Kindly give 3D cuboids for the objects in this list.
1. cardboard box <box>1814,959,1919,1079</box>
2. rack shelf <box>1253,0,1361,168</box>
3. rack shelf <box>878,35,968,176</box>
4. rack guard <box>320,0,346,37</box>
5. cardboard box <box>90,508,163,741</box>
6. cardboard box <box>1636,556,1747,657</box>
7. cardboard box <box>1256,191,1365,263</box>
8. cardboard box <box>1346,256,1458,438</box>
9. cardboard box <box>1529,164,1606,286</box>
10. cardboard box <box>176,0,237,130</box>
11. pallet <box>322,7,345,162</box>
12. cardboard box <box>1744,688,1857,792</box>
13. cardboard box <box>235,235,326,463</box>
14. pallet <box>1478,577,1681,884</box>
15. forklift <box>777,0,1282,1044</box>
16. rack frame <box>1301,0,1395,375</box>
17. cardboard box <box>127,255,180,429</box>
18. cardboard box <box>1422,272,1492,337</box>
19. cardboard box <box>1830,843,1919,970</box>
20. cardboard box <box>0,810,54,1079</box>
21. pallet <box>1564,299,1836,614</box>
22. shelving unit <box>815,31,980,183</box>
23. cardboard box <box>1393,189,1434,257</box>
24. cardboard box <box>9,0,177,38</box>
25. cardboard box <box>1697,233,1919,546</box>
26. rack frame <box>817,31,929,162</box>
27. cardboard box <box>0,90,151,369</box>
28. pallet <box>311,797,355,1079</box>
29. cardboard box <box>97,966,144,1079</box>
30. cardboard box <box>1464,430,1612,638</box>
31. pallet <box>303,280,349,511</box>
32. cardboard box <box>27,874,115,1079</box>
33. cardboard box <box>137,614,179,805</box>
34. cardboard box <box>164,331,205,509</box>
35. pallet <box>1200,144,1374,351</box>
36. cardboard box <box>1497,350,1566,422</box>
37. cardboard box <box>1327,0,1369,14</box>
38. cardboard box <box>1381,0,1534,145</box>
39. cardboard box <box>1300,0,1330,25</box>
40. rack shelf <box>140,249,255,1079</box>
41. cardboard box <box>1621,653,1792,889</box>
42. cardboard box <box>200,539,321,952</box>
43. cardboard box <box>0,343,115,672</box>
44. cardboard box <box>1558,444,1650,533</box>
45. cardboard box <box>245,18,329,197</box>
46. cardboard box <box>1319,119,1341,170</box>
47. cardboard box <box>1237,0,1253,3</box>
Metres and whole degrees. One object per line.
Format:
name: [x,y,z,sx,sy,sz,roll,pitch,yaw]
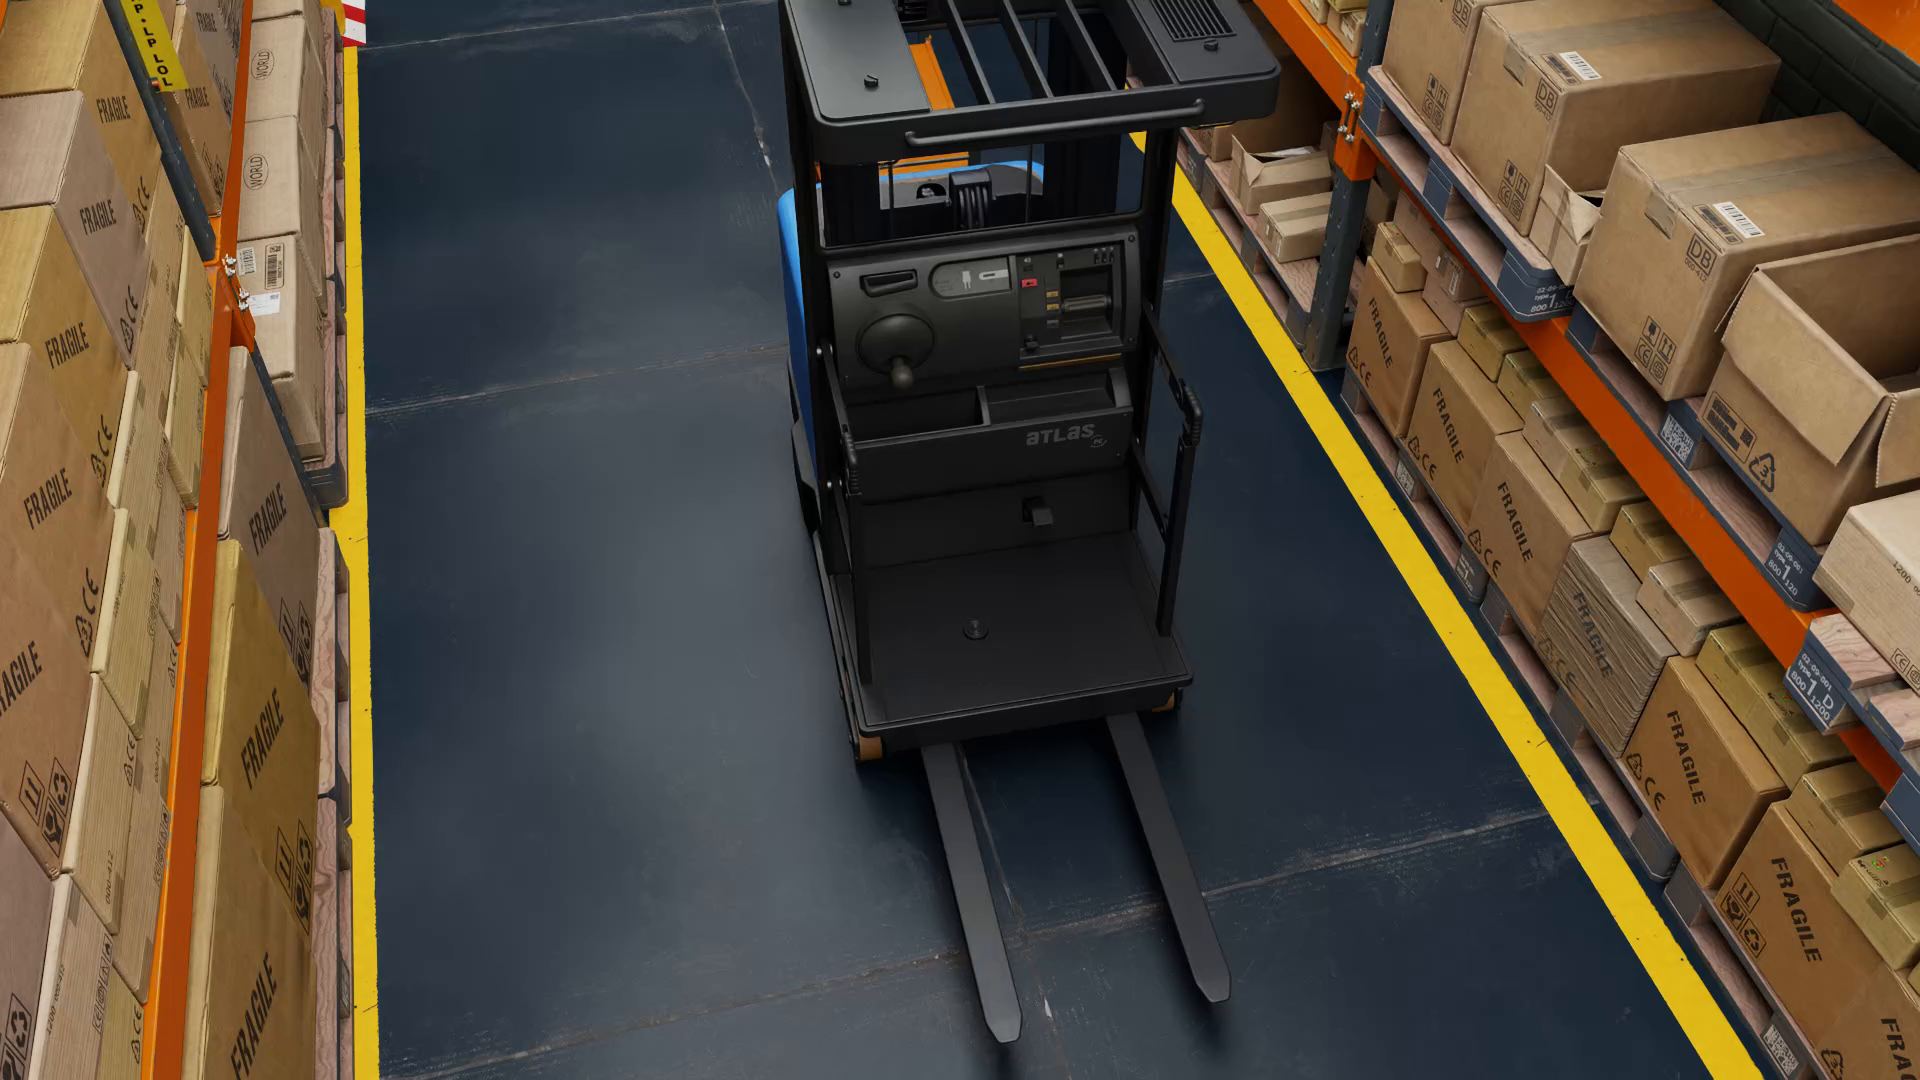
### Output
cardboard box: [2.645,1.363,4.270,0.500,0.500,0.500,-9,46,-9]
rack shelf: [1.425,-3.003,7.596,1.077,0.370,4.000,-11,47,-10]
rack shelf: [-0.274,-1.617,6.637,0.538,0.278,1.000,-8,46,-8]
rack guard: [-3.891,-2.867,8.710,1.175,0.500,0.348,-11,47,-10]
cardboard box: [-2.091,0.224,3.685,0.500,0.250,0.500,-10,46,-10]
cardboard box: [2.277,0.173,4.982,0.380,0.149,0.250,-13,47,-12]
cardboard box: [1.510,-1.354,7.179,0.380,0.149,0.250,-12,47,-12]
cardboard box: [1.843,-0.771,6.361,0.500,0.500,0.500,-9,46,-9]
cardboard box: [1.922,-0.944,4.875,0.396,0.266,0.258,-9,46,-8]
cardboard box: [-2.852,-1.719,5.764,0.500,0.500,0.500,-10,47,-10]
pallet: [-3.604,-2.212,8.270,1.003,0.211,1.213,-11,47,-10]
cardboard box: [2.441,0.531,4.632,0.380,0.149,0.250,-9,46,-9]
cardboard box: [-2.917,-0.667,6.303,0.875,0.438,0.875,-11,47,-11]
pallet: [2.497,0.501,5.612,1.003,0.211,1.213,-11,47,-10]
forklift: [0.126,-0.590,4.776,1.130,2.935,3.031,-8,46,-8]
rack frame: [1.937,-1.874,5.986,1.000,3.000,0.127,-11,47,-10]
cardboard box: [-2.377,-0.483,4.378,0.500,0.250,0.500,-10,46,-9]
cardboard box: [1.917,-0.900,6.033,0.380,0.149,0.250,-12,47,-11]
cardboard box: [2.490,0.911,4.259,0.380,0.149,0.250,-13,47,-12]
cardboard box: [-1.863,0.687,2.706,0.500,0.500,0.500,-11,47,-10]
pallet: [2.459,-0.387,4.663,1.003,0.211,1.213,-11,47,-10]
shelving unit: [-0.274,-1.412,6.846,0.538,1.125,1.048,-8,46,-8]
cardboard box: [1.830,-1.192,6.112,0.380,0.149,0.250,-11,47,-11]
cardboard box: [-2.748,-1.722,5.067,0.500,0.500,0.500,-10,46,-10]
cardboard box: [2.364,-0.389,4.164,0.797,0.503,0.637,-12,47,-11]
rack frame: [-0.376,-1.768,7.195,0.500,1.125,0.032,-8,46,-8]
cardboard box: [-2.364,-0.730,4.095,0.500,0.500,0.500,-10,46,-10]
pallet: [-2.274,1.375,4.755,1.003,0.211,1.213,-11,47,-10]
cardboard box: [-1.867,1.115,3.162,0.500,0.250,0.500,-12,47,-11]
cardboard box: [2.113,-0.060,5.664,0.500,0.500,0.500,-12,47,-11]
pallet: [-2.980,-0.527,6.619,1.003,0.211,1.213,-11,47,-10]
cardboard box: [-1.859,0.923,3.000,0.500,0.250,0.500,-10,46,-9]
cardboard box: [-2.125,0.412,3.851,0.500,0.250,0.500,-11,47,-10]
cardboard box: [-2.373,-0.296,4.545,0.500,0.250,0.500,-11,47,-11]
pallet: [1.762,-1.372,7.447,1.003,0.211,1.213,-11,47,-10]
cardboard box: [2.077,-0.538,5.679,0.380,0.149,0.250,-11,47,-11]
cardboard box: [1.571,-2.232,6.234,0.500,0.250,0.500,-10,46,-9]
cardboard box: [1.844,-1.681,5.433,0.700,0.500,0.500,-10,46,-9]
cardboard box: [1.523,-2.136,6.419,0.380,0.149,0.250,-10,46,-9]
rack shelf: [-2.348,0.669,3.998,1.077,0.370,4.000,-11,47,-10]
cardboard box: [2.390,0.655,4.964,0.500,0.500,0.500,-9,46,-9]
cardboard box: [-2.386,0.669,4.688,0.875,0.875,0.875,-9,46,-9]
cardboard box: [-2.106,-0.022,3.401,0.500,0.500,0.500,-10,46,-10]
cardboard box: [2.166,-0.187,5.335,0.380,0.149,0.250,-9,46,-9]
cardboard box: [-3.376,-1.908,7.519,0.875,0.438,0.875,-10,46,-9]
cardboard box: [1.885,-1.822,7.637,0.380,0.149,0.250,-11,47,-11]
cardboard box: [1.198,-2.487,8.044,0.500,0.500,0.500,-10,46,-10]
